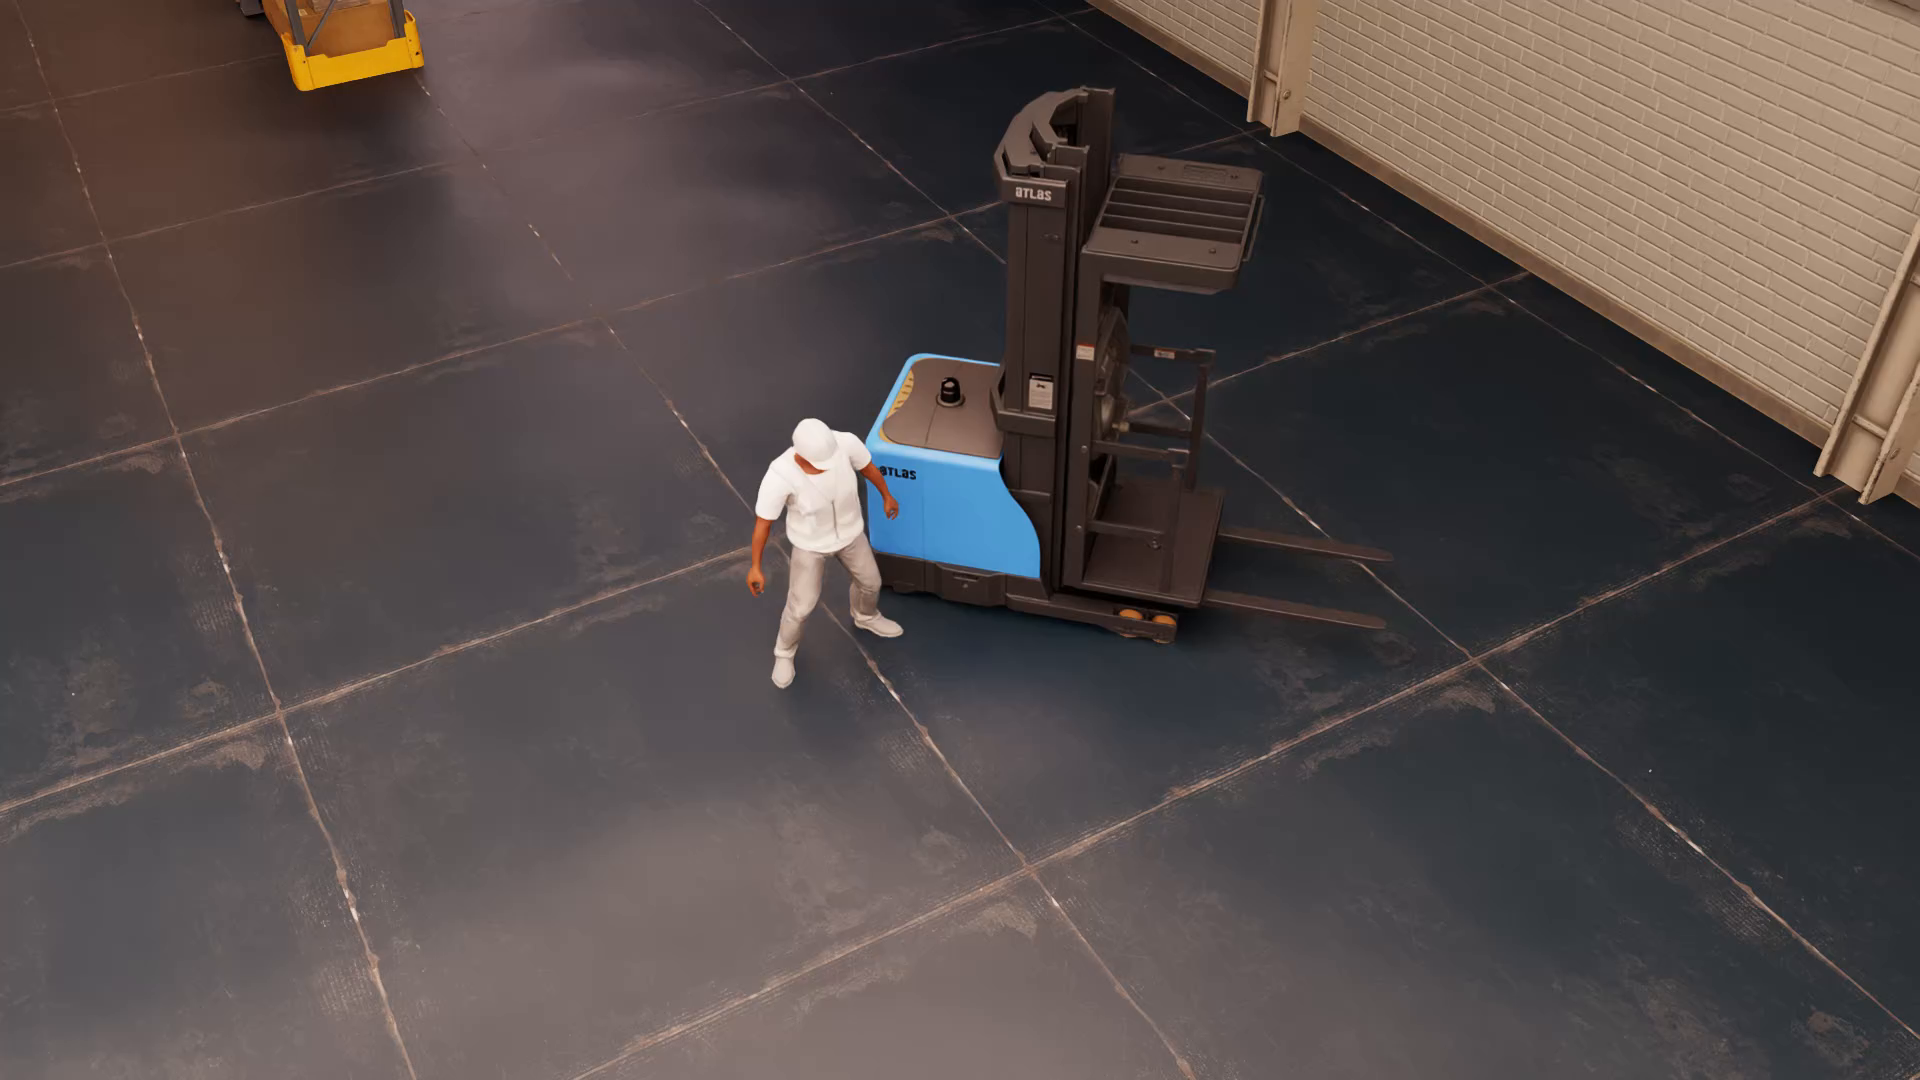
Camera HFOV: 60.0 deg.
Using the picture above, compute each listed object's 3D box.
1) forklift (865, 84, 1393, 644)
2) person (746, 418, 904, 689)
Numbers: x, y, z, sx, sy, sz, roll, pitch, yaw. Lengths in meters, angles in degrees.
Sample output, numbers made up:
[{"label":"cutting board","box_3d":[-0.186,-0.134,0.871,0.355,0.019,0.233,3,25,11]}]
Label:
[{"label":"forklift","box_3d":[1.024,-0.907,9.130,3.031,2.935,1.130,9,41,11]},{"label":"person","box_3d":[-0.726,0.008,8.992,0.963,1.716,0.433,-21,44,-24]}]
